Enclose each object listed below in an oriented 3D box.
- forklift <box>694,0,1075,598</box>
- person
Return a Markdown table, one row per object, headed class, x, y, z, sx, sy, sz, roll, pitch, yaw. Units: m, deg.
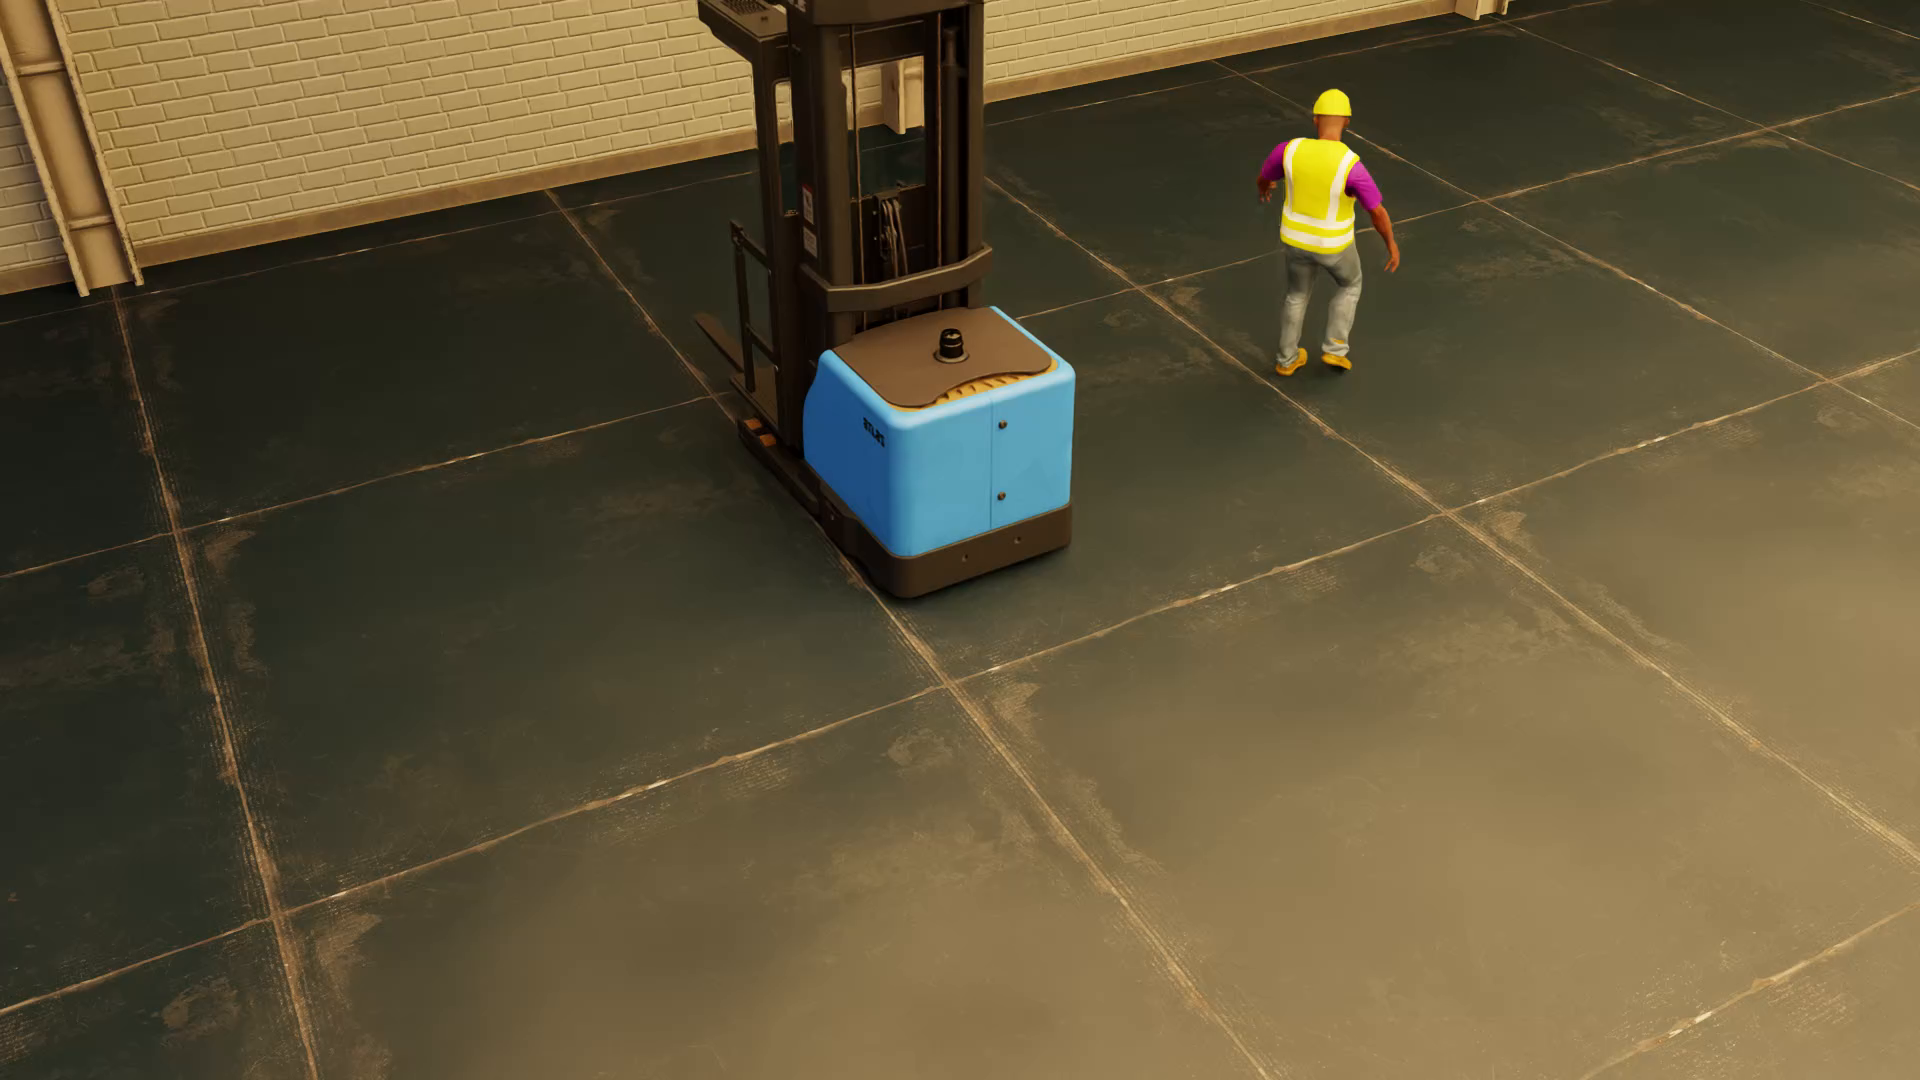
| class | x | y | z | sx | sy | sz | roll | pitch | yaw |
| --- | --- | --- | --- | --- | --- | --- | --- | --- | --- |
| forklift | -0.598 | -1.741 | 8.585 | 1.130 | 2.935 | 3.031 | -18 | 39 | -24 |
| person | 2.094 | -1.762 | 9.682 | 0.966 | 1.785 | 0.497 | 24 | 42 | 30 |
